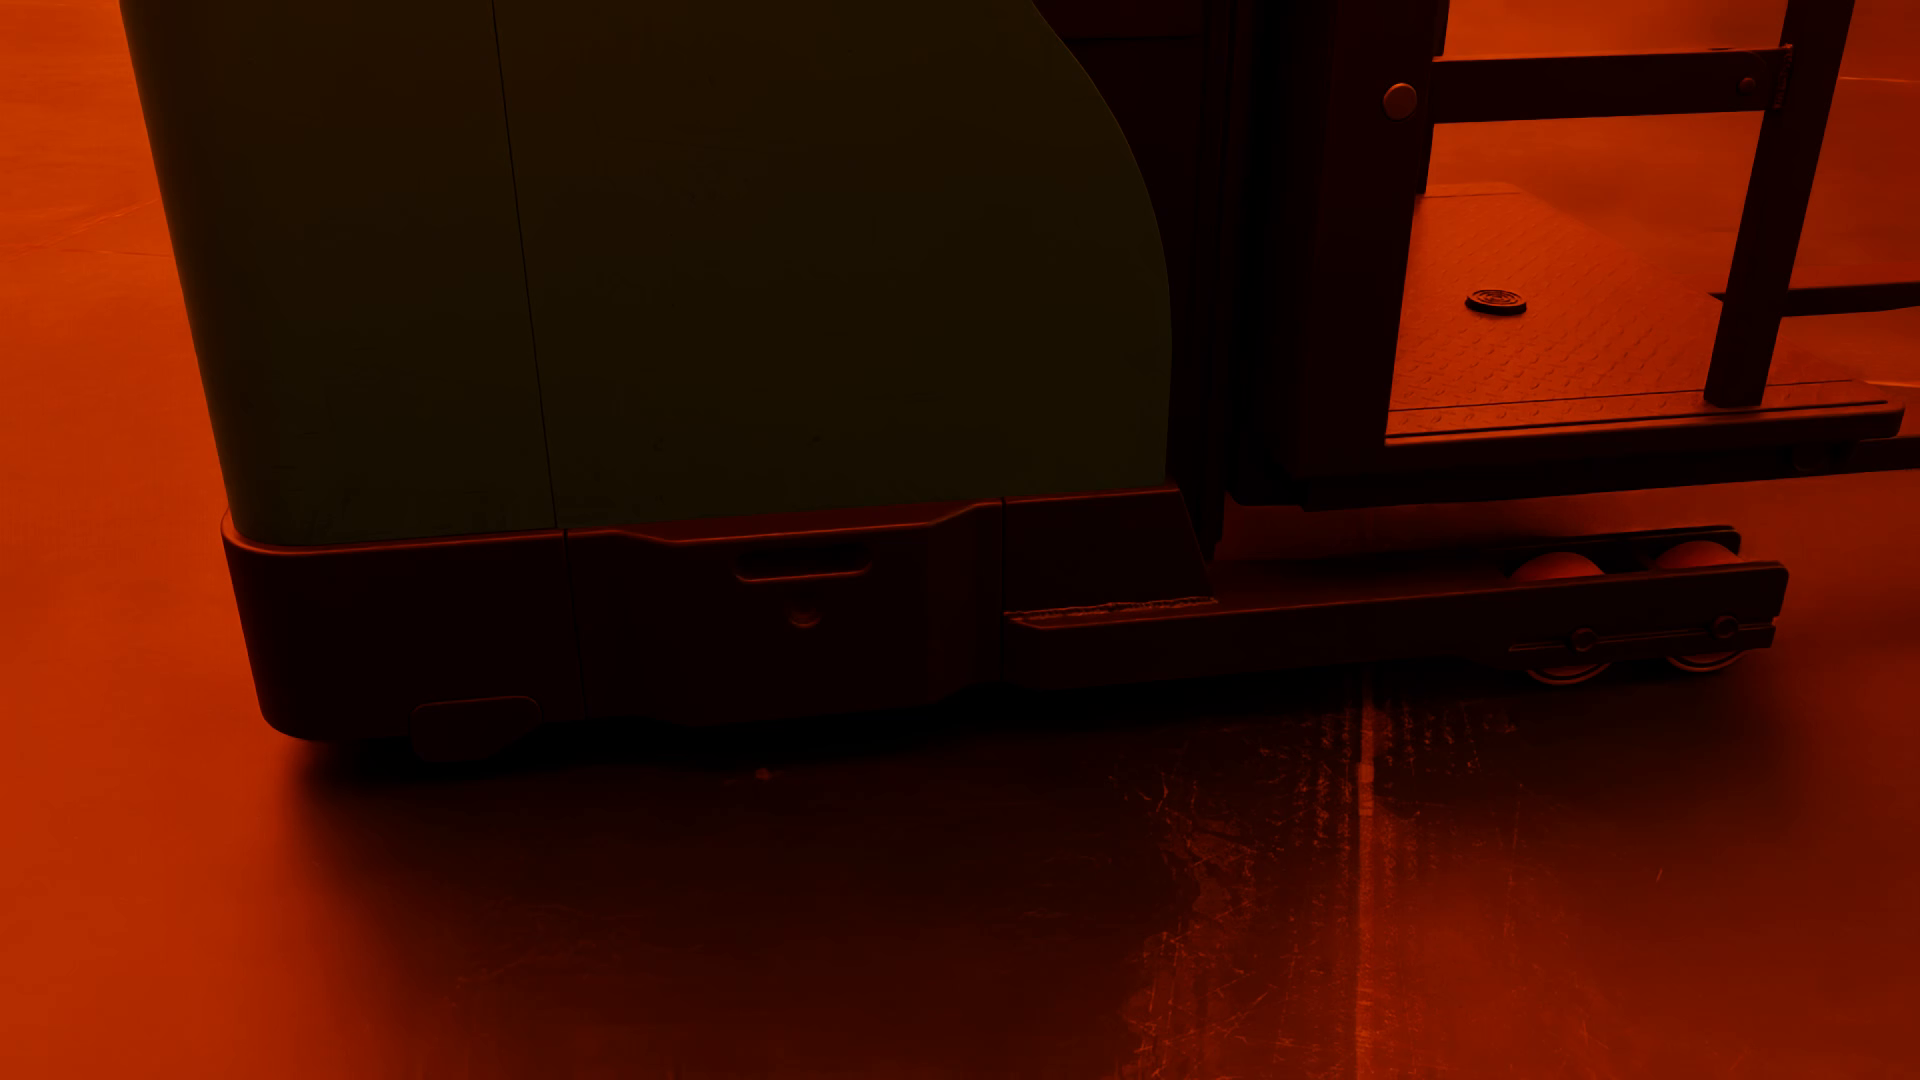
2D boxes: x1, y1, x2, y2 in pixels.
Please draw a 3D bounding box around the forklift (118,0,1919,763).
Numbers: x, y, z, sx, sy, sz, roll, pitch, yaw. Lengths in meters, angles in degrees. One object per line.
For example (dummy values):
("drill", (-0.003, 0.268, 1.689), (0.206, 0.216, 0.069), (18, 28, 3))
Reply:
("forklift", (0.600, -1.354, 1.930), (3.031, 2.935, 1.130), (-4, 27, -9))
